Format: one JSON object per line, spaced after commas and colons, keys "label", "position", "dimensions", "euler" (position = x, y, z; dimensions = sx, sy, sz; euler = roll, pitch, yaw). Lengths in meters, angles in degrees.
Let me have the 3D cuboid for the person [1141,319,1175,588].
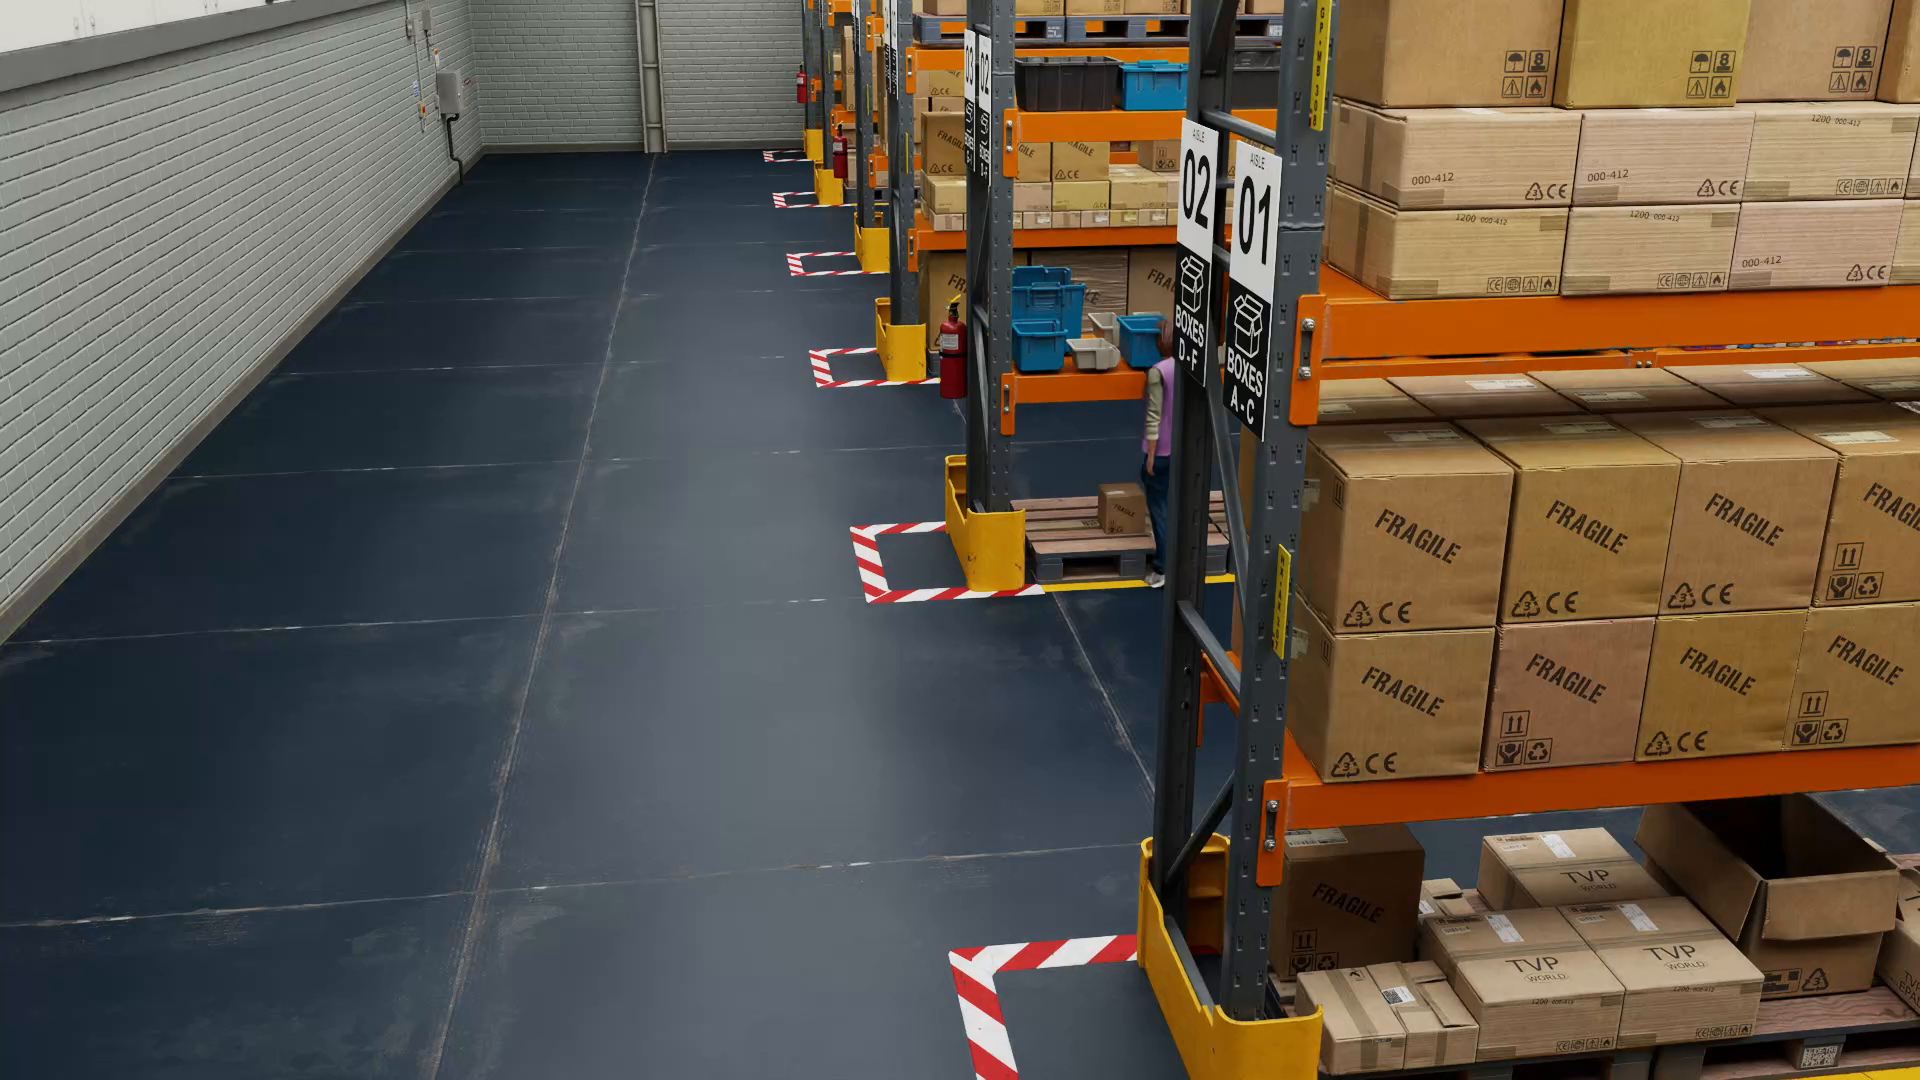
{"label": "person", "position": [1.222, -0.516, 10.022], "dimensions": [0.415, 1.632, 0.526], "euler": [-14, 24, -32]}
